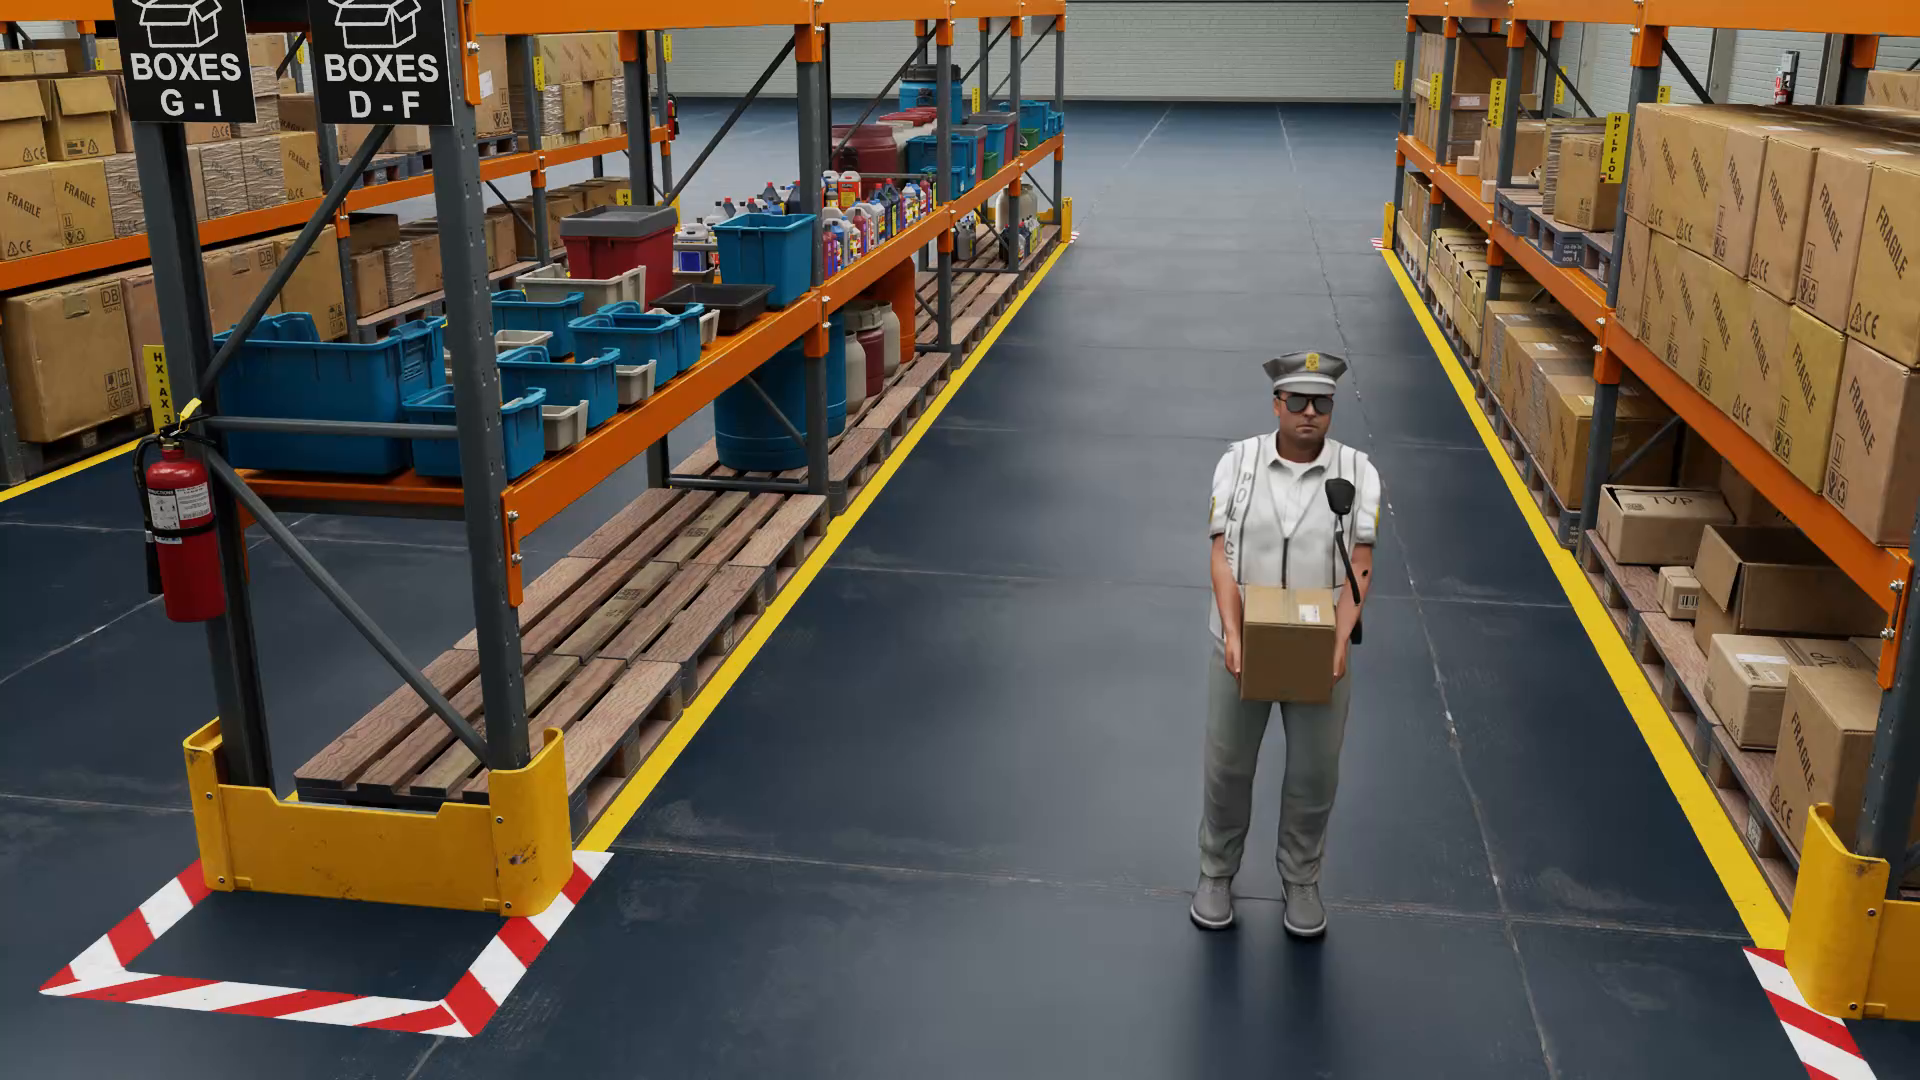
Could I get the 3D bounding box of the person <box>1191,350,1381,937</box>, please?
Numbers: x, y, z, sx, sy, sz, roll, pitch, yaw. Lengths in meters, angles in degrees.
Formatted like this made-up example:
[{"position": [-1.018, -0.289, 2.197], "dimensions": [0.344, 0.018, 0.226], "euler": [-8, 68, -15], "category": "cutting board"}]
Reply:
[{"position": [0.979, 0.330, 4.976], "dimensions": [0.503, 1.770, 0.547], "euler": [3, 18, 9], "category": "person"}]
